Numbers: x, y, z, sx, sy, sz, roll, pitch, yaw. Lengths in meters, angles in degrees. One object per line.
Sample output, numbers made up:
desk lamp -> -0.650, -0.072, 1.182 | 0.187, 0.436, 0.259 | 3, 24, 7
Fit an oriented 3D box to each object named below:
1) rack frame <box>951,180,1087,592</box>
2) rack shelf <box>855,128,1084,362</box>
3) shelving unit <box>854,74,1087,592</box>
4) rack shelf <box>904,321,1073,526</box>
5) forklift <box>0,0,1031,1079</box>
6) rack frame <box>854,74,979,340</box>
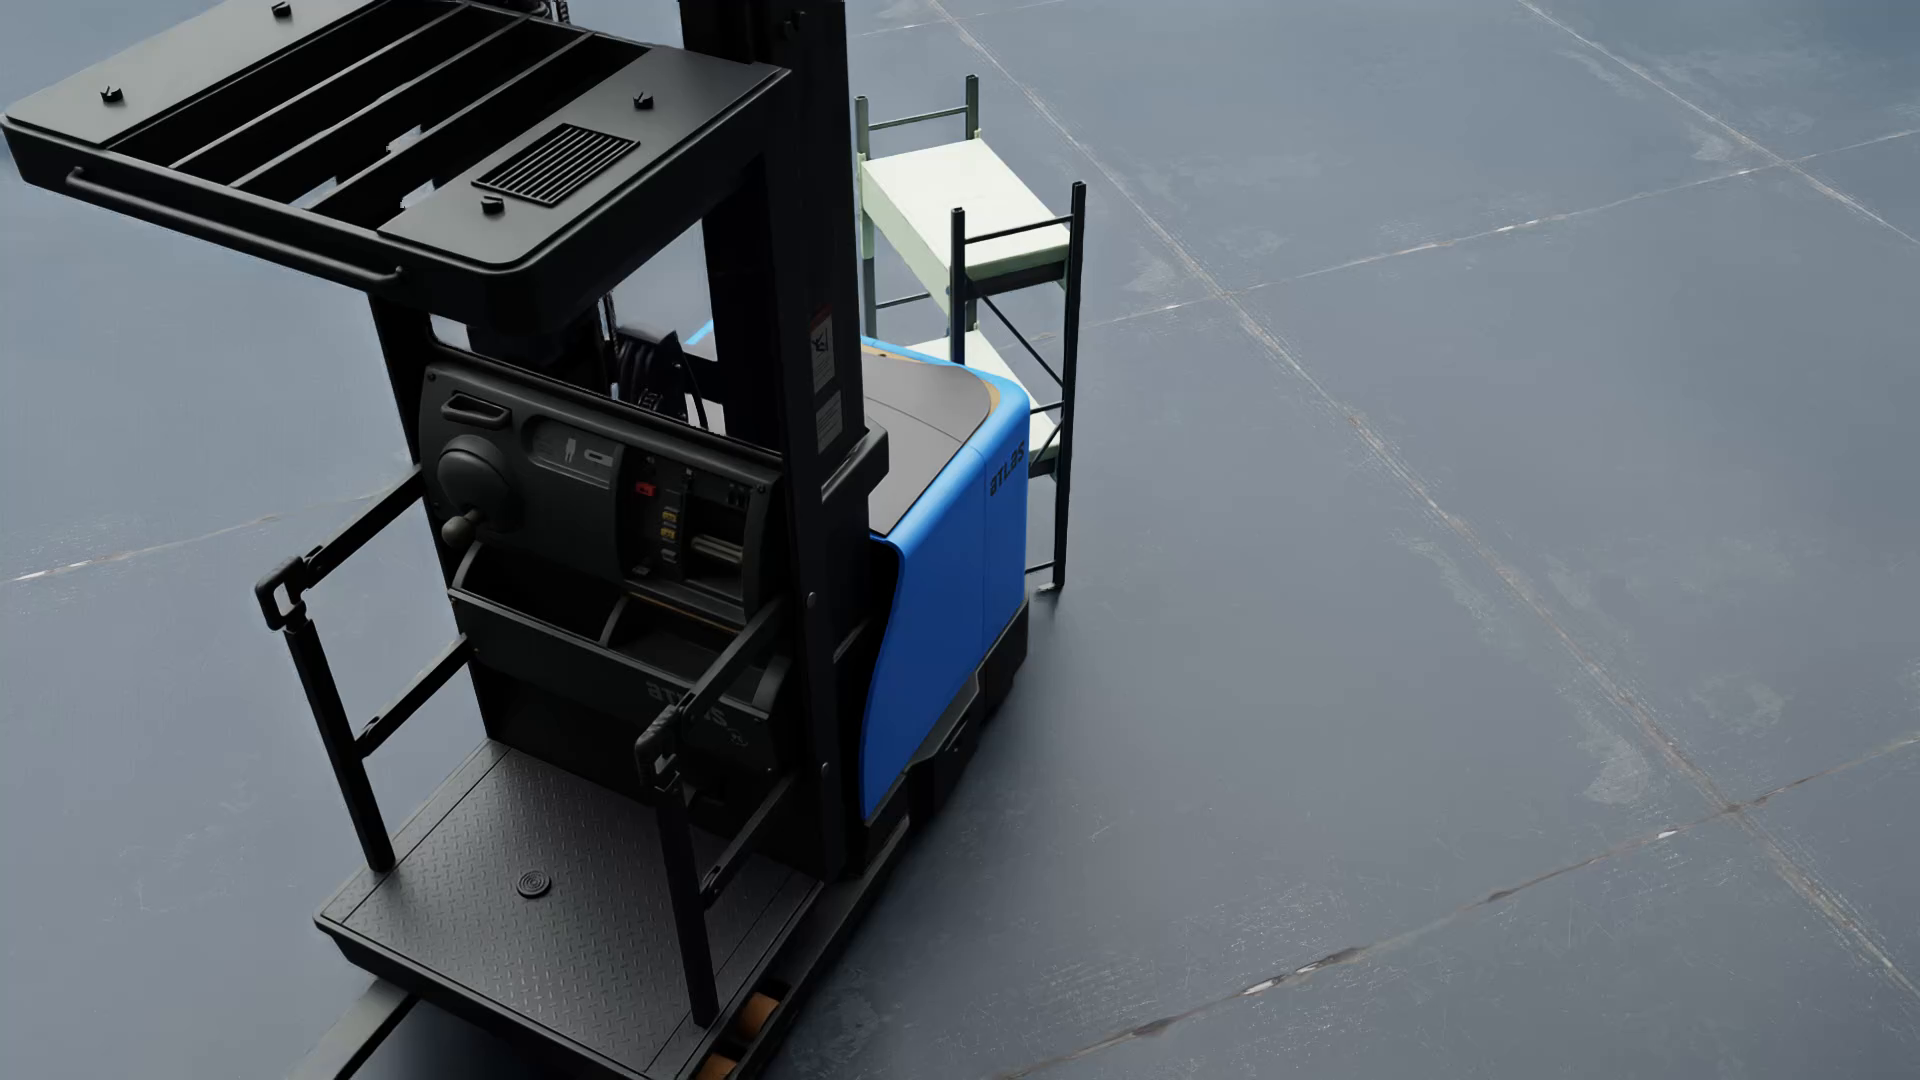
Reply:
rack frame -> 0.162, -0.371, 5.031 | 0.400, 1.500, 0.023 | -16, 43, -18
rack shelf -> 0.016, -0.886, 5.031 | 0.431, 0.370, 0.720 | -16, 43, -18
shelving unit -> 0.016, -0.590, 5.286 | 0.431, 1.500, 0.755 | -16, 43, -18
rack shelf -> 0.016, -0.343, 5.498 | 0.431, 0.370, 0.720 | -16, 43, -18
forklift -> -0.912, -0.020, 3.526 | 1.130, 2.935, 3.031 | 19, 44, 20
rack frame -> -0.130, -0.809, 5.540 | 0.400, 1.500, 0.023 | -16, 43, -18
